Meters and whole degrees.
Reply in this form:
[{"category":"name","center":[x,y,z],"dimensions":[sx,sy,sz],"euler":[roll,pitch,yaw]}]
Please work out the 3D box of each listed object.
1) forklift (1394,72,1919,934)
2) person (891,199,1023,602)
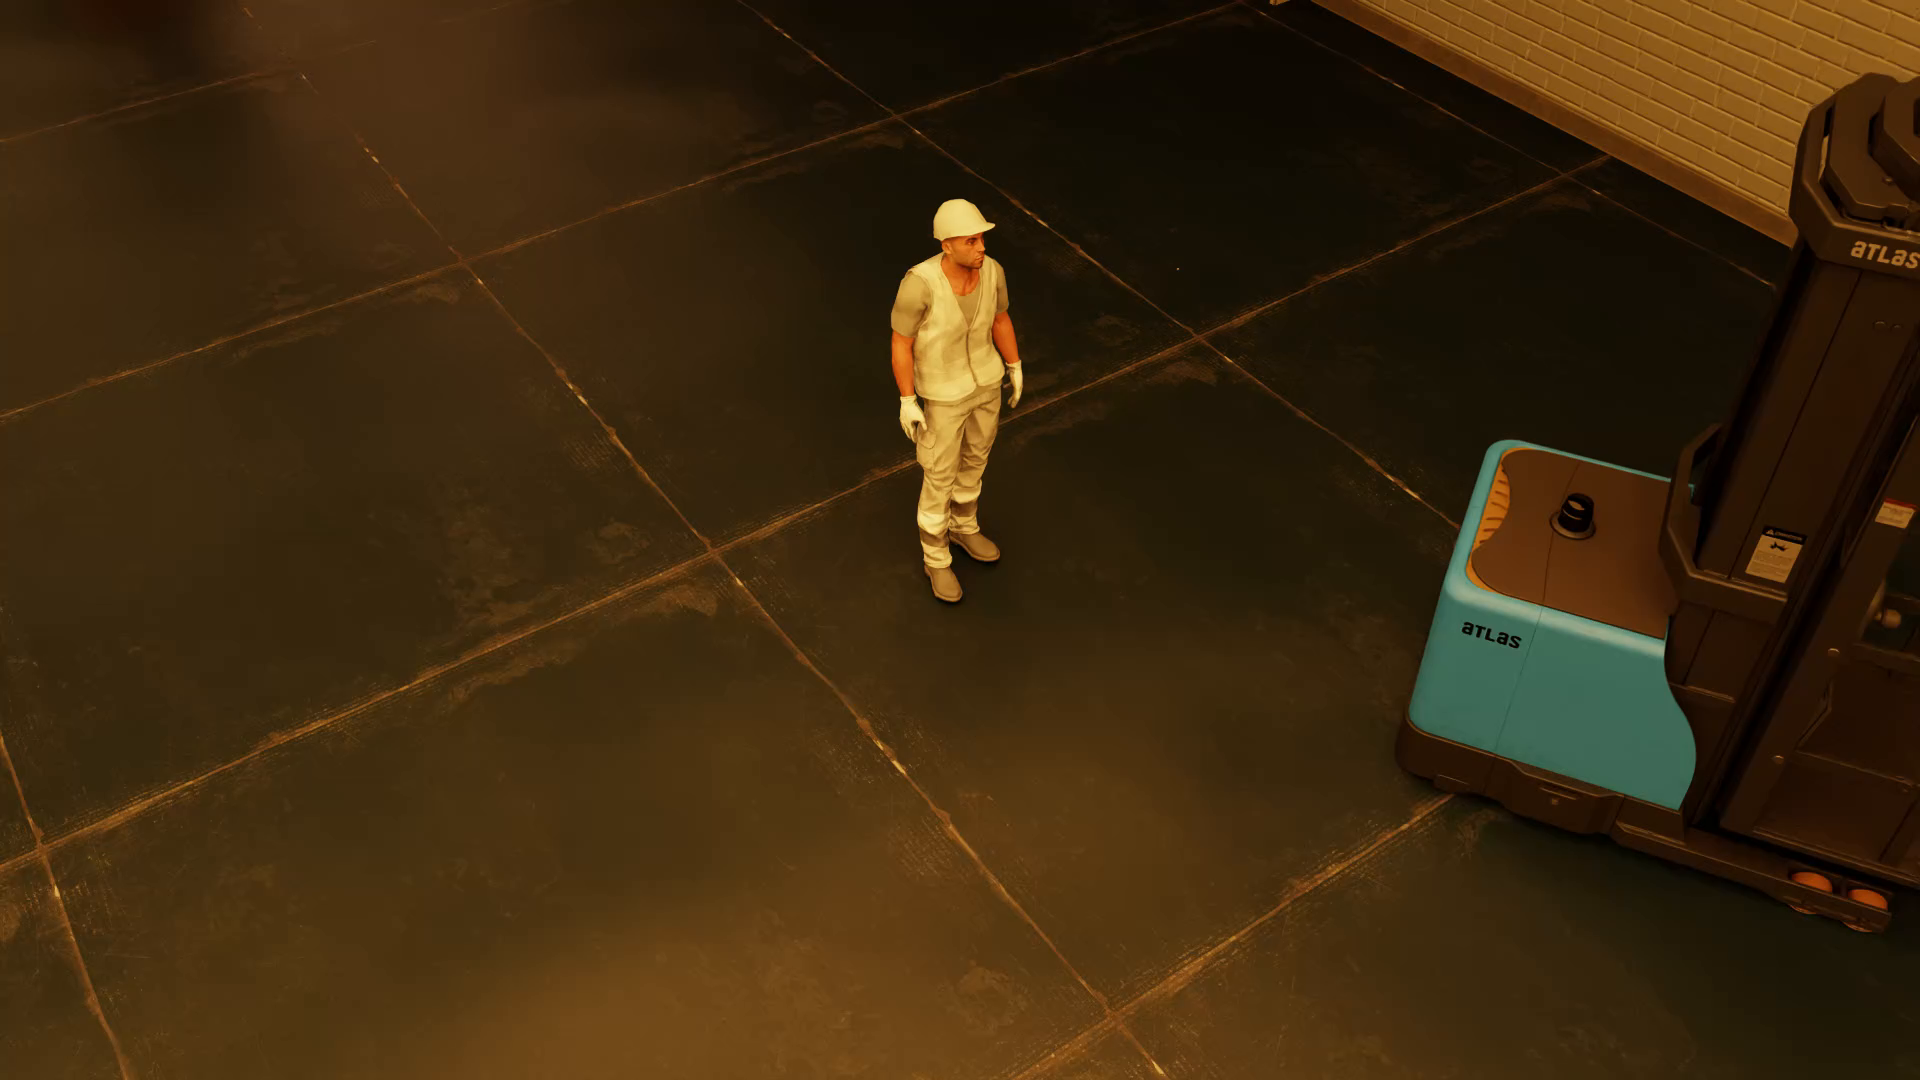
[{"category":"forklift","center":[3.345,-0.015,5.731],"dimensions":[3.031,2.935,1.130],"euler":[17,45,17]},{"category":"person","center":[0.036,-0.614,7.214],"dimensions":[0.638,1.787,0.564],"euler":[-25,48,-25]}]
